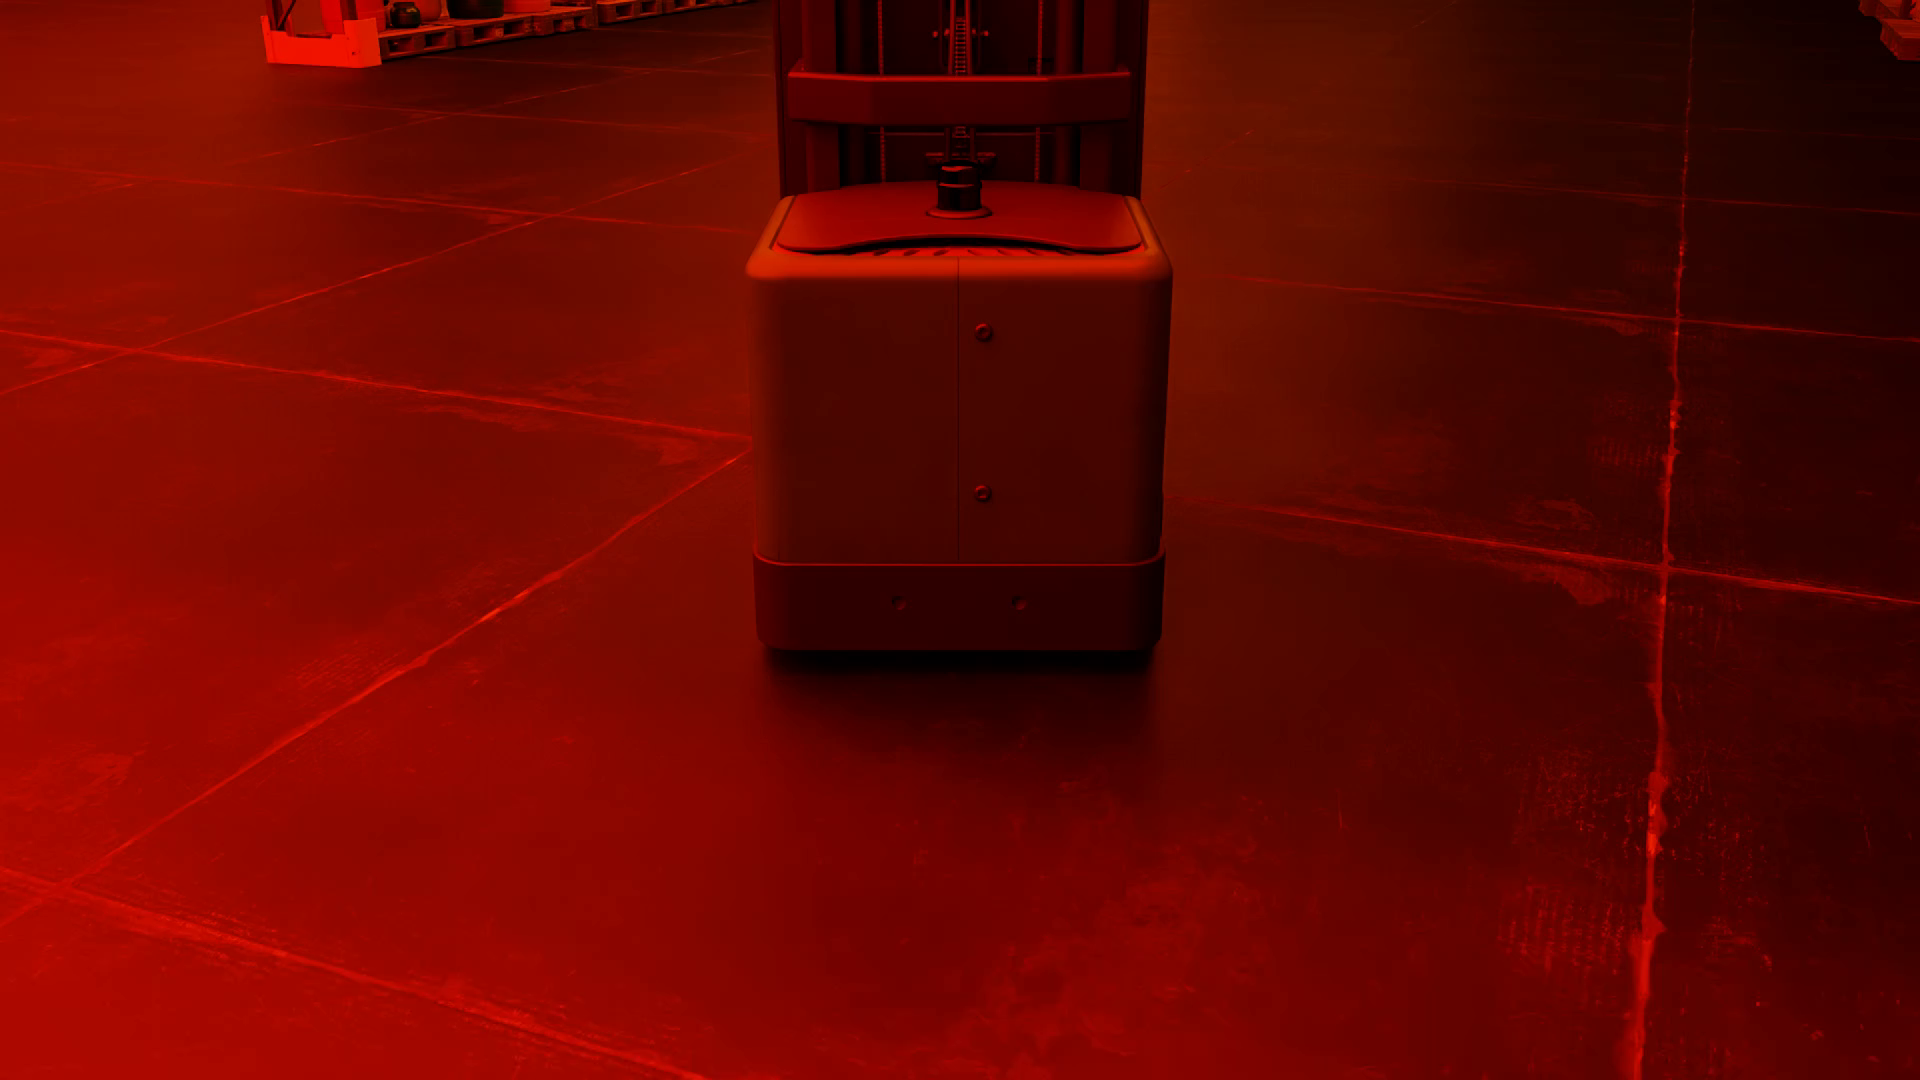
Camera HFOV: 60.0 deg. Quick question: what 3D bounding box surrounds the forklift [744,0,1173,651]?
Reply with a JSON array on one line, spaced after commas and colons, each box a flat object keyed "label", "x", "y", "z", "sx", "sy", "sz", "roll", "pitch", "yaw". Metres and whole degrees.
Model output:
[{"label": "forklift", "x": 0.002, "y": -1.587, "z": 5.089, "sx": 1.130, "sy": 2.935, "sz": 3.031, "roll": 0, "pitch": 23, "yaw": 0}]
